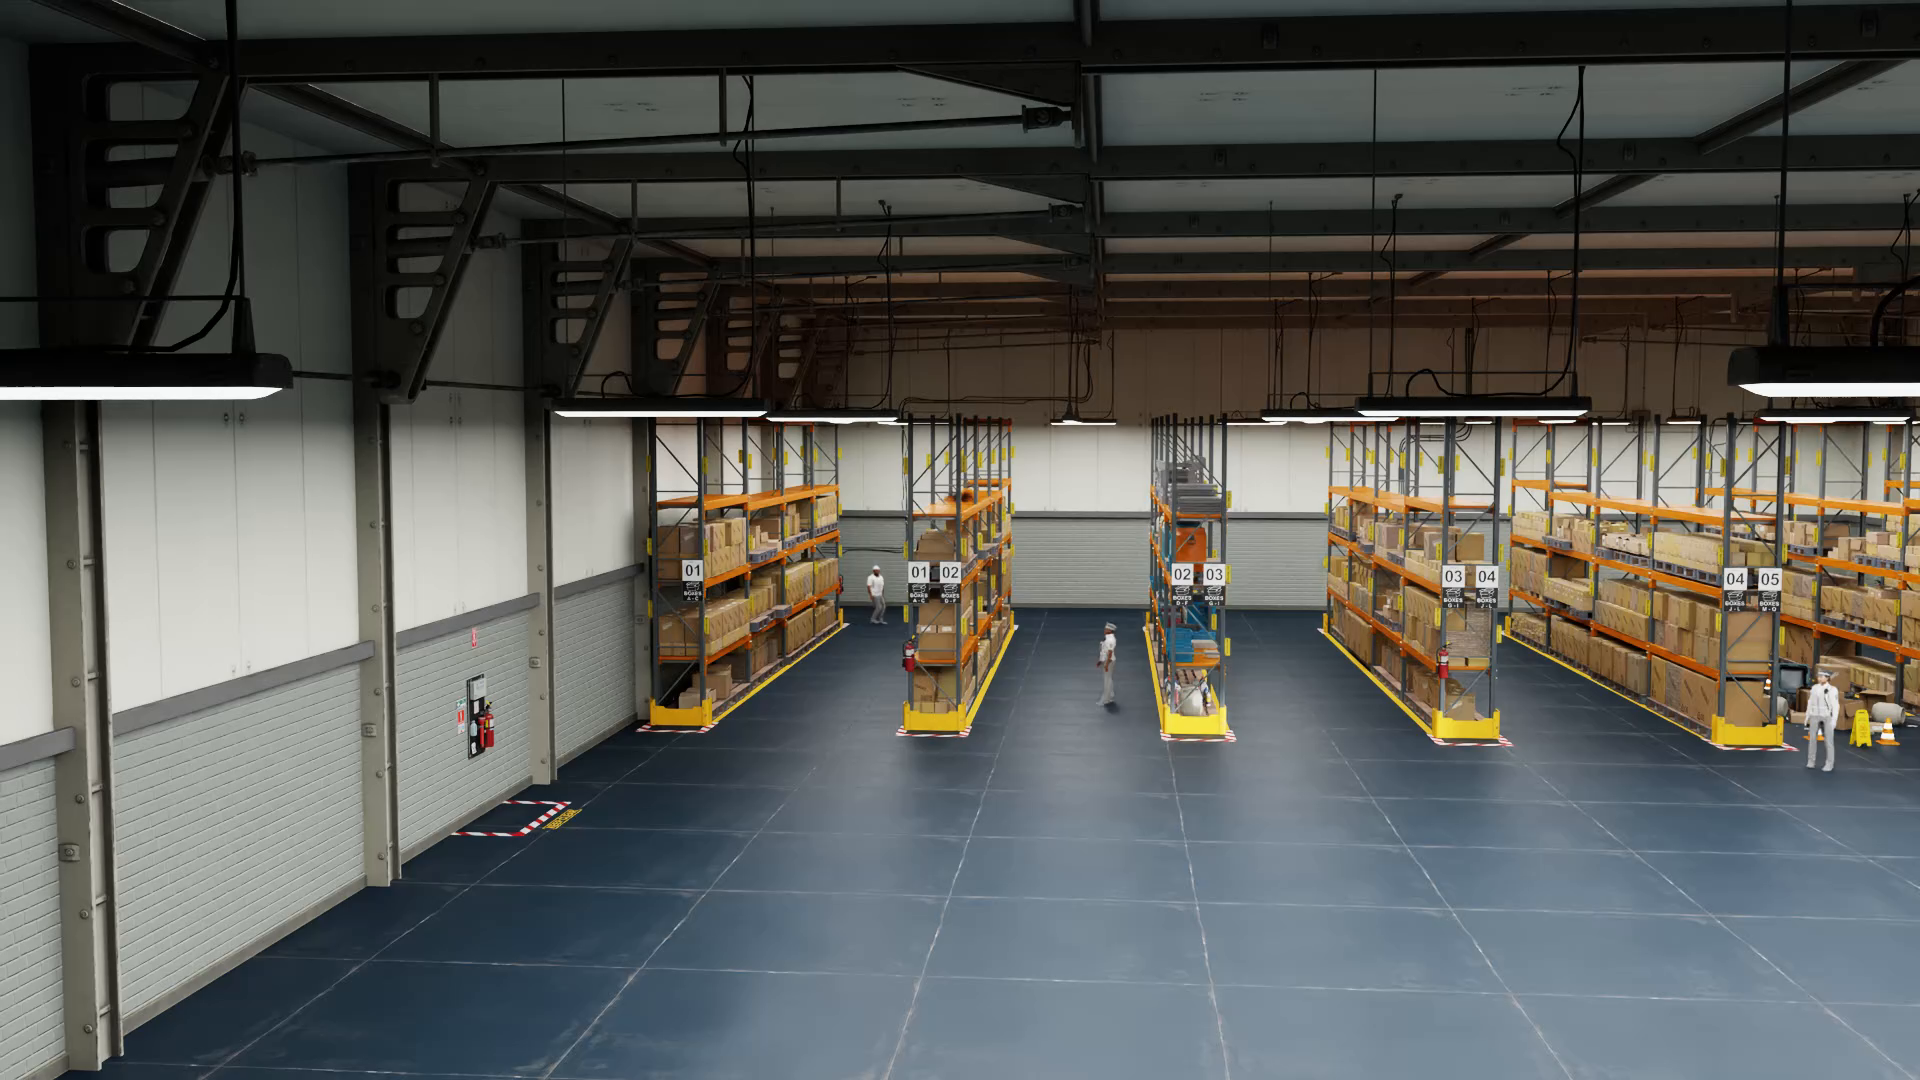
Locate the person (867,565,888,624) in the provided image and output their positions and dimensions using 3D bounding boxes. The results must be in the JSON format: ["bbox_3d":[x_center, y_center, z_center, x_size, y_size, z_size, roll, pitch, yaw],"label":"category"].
[{"bbox_3d":[-2.429,1.605,48.366,0.412,1.747,0.678,2,4,28],"label":"person"}]

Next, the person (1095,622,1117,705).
[{"bbox_3d":[3.011,2.558,34.570,0.522,1.707,0.470,-1,4,-16],"label":"person"}]

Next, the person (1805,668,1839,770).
[{"bbox_3d":[14.470,2.991,27.919,0.367,1.692,0.520,-4,5,-45],"label":"person"}]
